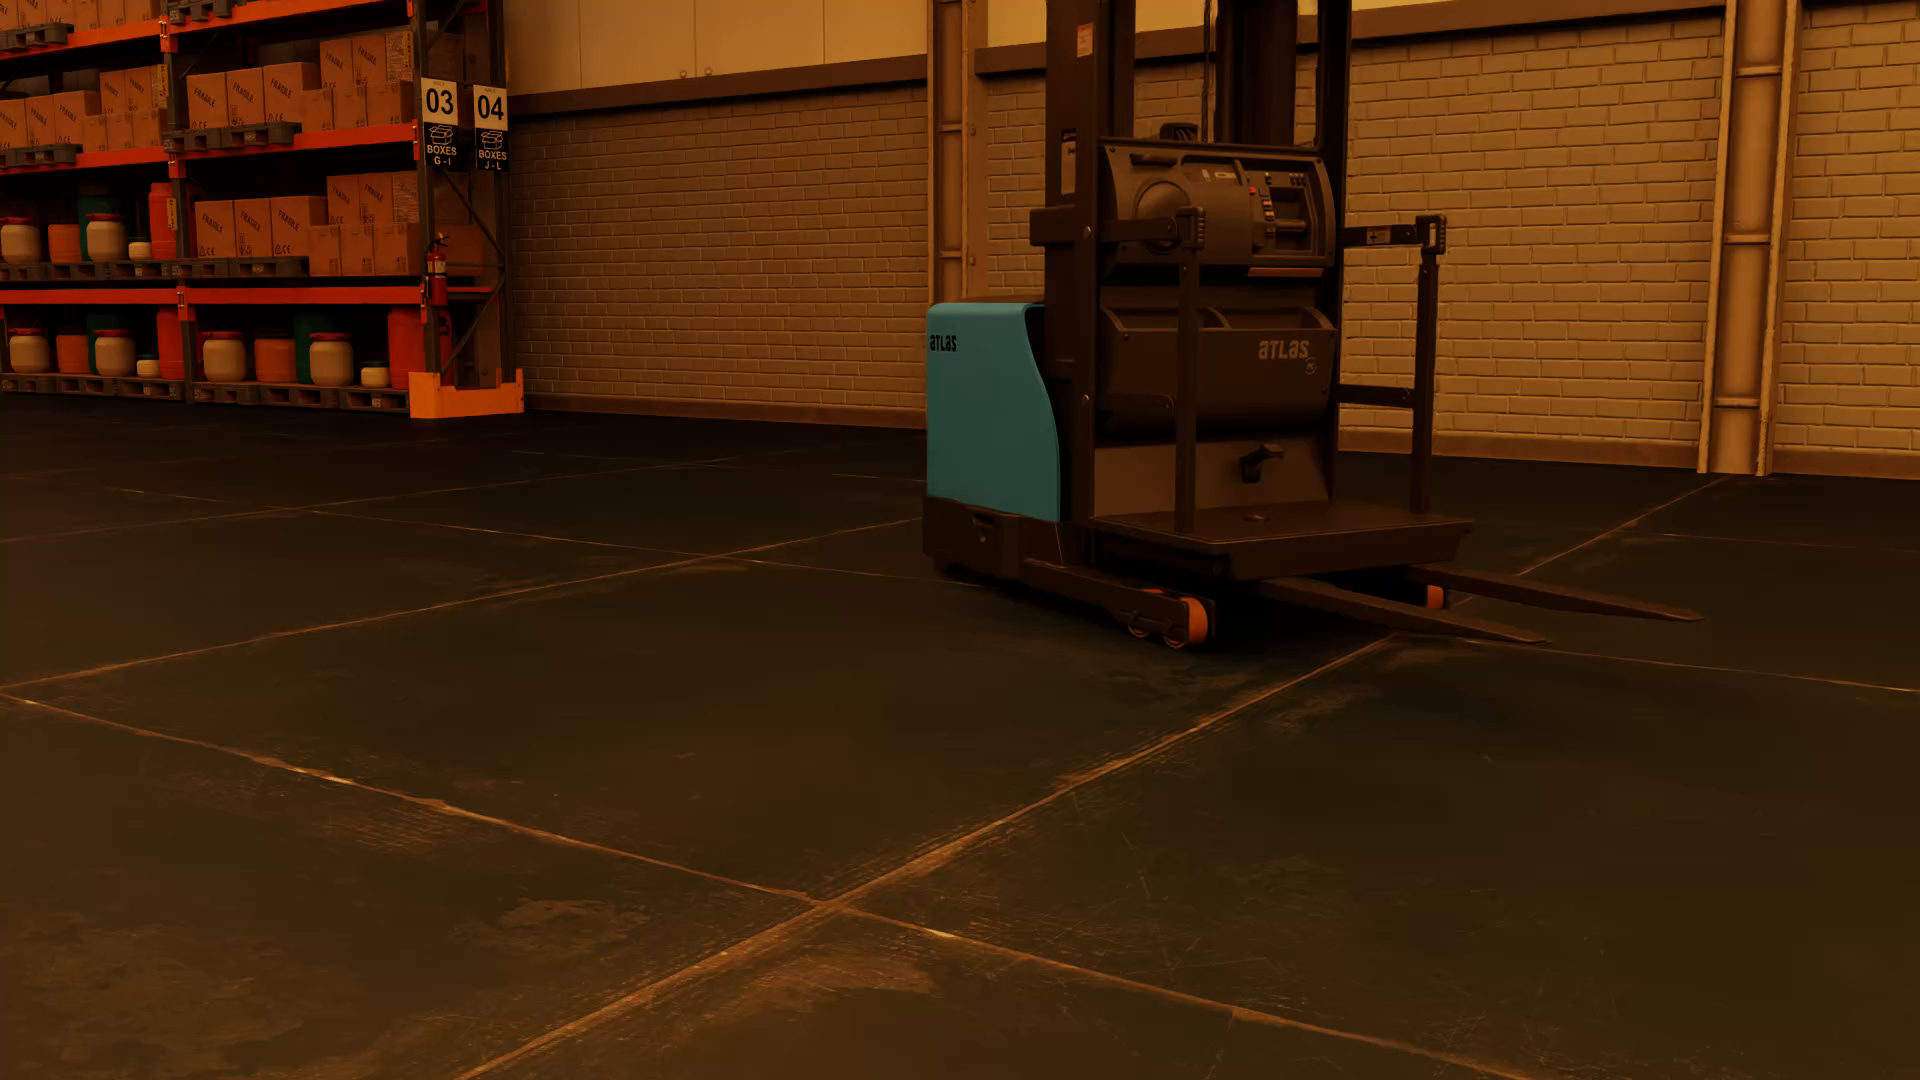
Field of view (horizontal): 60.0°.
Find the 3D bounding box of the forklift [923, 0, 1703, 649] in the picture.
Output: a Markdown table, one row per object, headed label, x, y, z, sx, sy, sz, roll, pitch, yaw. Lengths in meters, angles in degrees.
| label | x | y | z | sx | sy | sz | roll | pitch | yaw |
| --- | --- | --- | --- | --- | --- | --- | --- | --- | --- |
| forklift | 1.004 | -1.182 | 5.505 | 1.130 | 2.935 | 3.031 | -4 | 9 | -29 |
